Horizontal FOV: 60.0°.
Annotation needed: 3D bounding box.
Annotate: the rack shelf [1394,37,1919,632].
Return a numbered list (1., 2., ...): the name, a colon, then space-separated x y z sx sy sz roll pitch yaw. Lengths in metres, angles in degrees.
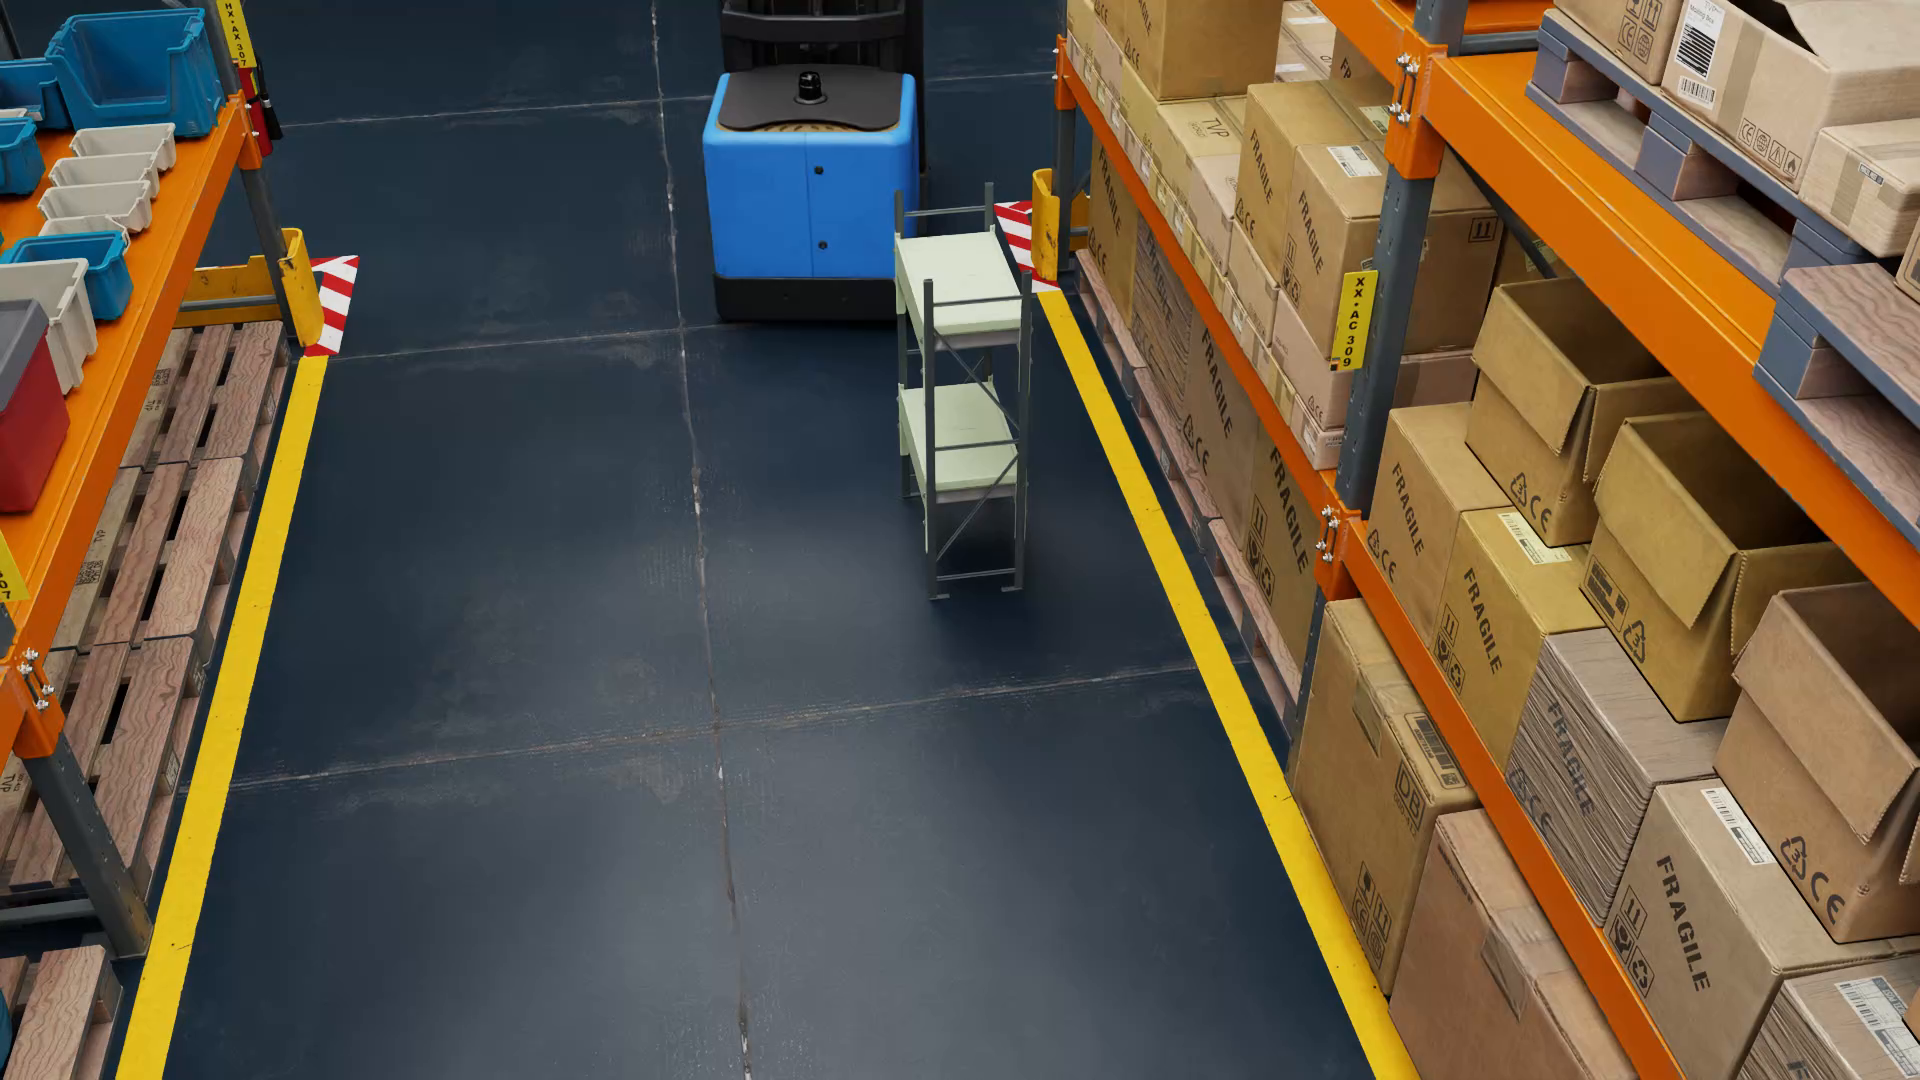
1. rack shelf: 2.046 -0.018 2.969 1.077 0.370 4.000 -6 38 -8

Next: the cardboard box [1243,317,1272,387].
1. cardboard box: 1.229 -0.685 5.892 0.380 0.149 0.250 -7 38 -9

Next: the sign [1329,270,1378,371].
1. sign: 1.149 -0.638 4.856 0.100 0.325 0.005 -6 38 -8

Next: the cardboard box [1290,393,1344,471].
1. cardboard box: 1.319 -0.375 5.492 0.380 0.149 0.250 -6 38 -8

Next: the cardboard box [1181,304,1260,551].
1. cardboard box: 1.500 -0.603 6.970 0.875 0.875 0.875 -6 38 -8

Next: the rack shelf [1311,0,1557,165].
1. rack shelf: 1.344 -2.434 6.079 1.077 0.370 4.000 -6 38 -8

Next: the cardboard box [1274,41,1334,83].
1. cardboard box: 1.518 -1.921 7.158 0.500 0.250 0.500 -7 38 -9

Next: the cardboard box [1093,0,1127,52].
1. cardboard box: 0.900 -2.474 7.259 0.500 0.500 0.500 -7 38 -9

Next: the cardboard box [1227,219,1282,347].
1. cardboard box: 1.266 -0.934 5.887 0.500 0.250 0.500 -5 38 -7

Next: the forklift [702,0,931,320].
1. forklift: -0.739 -3.168 8.938 1.130 2.935 3.031 0 38 0

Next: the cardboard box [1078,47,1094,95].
1. cardboard box: 0.778 -2.237 7.889 0.380 0.149 0.250 -7 38 -9

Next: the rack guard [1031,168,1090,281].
1. rack guard: 0.990 -1.768 9.119 1.175 0.500 0.348 -6 38 -8

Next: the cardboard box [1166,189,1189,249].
1. cardboard box: 1.050 -1.305 6.689 0.380 0.149 0.250 -6 38 -7

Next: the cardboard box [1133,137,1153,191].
1. cardboard box: 0.959 -1.616 7.089 0.380 0.149 0.250 -7 38 -8

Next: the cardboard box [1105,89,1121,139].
1. cardboard box: 0.870 -1.925 7.488 0.380 0.149 0.250 -7 38 -9

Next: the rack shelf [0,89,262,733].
1. rack shelf: -3.532 -0.716 6.313 1.077 0.370 4.000 -6 38 -8

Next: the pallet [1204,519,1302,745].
1. pallet: 1.639 0.308 6.681 1.003 0.211 1.213 -6 38 -8

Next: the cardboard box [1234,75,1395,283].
1. cardboard box: 1.267 -1.231 5.659 0.500 0.500 0.500 -6 38 -7

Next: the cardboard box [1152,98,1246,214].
1. cardboard box: 1.091 -1.549 6.678 0.500 0.250 0.500 -7 38 -9

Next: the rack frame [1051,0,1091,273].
1. rack frame: 0.994 -2.741 8.333 1.000 3.000 0.127 -6 38 -8

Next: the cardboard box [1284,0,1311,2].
1. cardboard box: 1.340 -2.535 7.948 0.500 0.250 0.500 -7 38 -9

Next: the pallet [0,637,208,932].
1. pallet: -3.348 0.869 5.960 1.003 0.211 1.213 -6 38 -8

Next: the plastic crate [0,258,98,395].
1. plastic crate: -3.268 -0.711 5.768 0.437 0.282 0.530 -6 38 -8

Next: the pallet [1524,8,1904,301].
1. pallet: 1.904 -0.886 3.656 0.805 0.209 1.217 -8 39 -10

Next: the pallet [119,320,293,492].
1. pallet: -3.776 -0.605 7.857 1.003 0.211 1.213 -6 38 -8

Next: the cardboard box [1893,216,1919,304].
1. cardboard box: 2.017 -0.532 2.618 0.797 0.503 0.637 -7 38 -9

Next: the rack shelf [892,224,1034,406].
1. rack shelf: 0.001 -0.896 6.545 0.431 0.370 0.720 -6 38 -8

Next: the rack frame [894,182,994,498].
1. rack frame: -0.063 -0.809 7.069 0.400 1.500 0.023 -6 38 -8

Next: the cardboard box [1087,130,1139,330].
1. cardboard box: 1.185 -1.690 8.370 0.875 0.875 0.875 -6 38 -8

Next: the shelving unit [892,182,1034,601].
1. shelving unit: 0.001 -0.588 6.785 0.431 1.500 0.755 -6 38 -8

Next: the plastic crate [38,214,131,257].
1. plastic crate: -3.382 -1.136 6.433 0.298 0.136 0.250 -6 38 -8

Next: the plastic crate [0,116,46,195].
1. plastic crate: -4.048 -1.584 6.931 0.416 0.233 0.300 -6 38 -8

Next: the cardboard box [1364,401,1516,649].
1. cardboard box: 1.530 -0.060 4.801 0.500 0.500 0.500 -6 38 -8

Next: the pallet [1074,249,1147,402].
1. pallet: 1.211 -1.165 8.578 1.003 0.211 1.213 -6 38 -8

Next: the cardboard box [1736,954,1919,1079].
1. cardboard box: 1.890 1.165 3.224 0.500 0.500 0.500 -7 38 -9

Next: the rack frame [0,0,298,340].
1. rack frame: -3.882 -2.208 7.648 1.000 3.000 0.127 -6 38 -8

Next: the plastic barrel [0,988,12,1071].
1. plastic barrel: -3.103 1.201 4.627 0.600 0.901 0.708 -6 38 -8

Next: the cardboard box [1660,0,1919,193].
1. cardboard box: 1.799 -0.968 3.336 0.500 0.311 0.500 -7 38 -10

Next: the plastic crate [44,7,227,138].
1. plastic crate: -3.640 -2.064 7.384 0.616 0.435 0.499 -6 38 -8

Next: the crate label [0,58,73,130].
1. crate label: -4.163 -1.981 7.443 0.416 0.233 0.303 -6 38 -8

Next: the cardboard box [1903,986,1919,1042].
1. cardboard box: 2.173 0.818 2.853 0.797 0.503 0.637 -5 38 -7

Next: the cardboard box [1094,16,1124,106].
1. cardboard box: 0.910 -2.167 7.474 0.500 0.250 0.500 -7 38 -9

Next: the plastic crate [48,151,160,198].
1. plastic crate: -3.525 -1.478 6.874 0.396 0.136 0.243 -6 38 -8

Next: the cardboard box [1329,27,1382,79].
1. cardboard box: 1.688 -1.608 6.144 0.500 0.500 0.500 -7 38 -9

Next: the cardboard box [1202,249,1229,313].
1. cardboard box: 1.138 -0.996 6.292 0.380 0.149 0.250 -6 38 -7

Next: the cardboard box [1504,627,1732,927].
1. cardboard box: 1.706 0.546 4.021 0.500 0.500 0.500 -7 38 -9

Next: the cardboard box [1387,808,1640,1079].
1. cardboard box: 1.984 1.272 4.557 1.225 0.875 0.875 -7 38 -10

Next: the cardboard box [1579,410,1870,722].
1. cardboard box: 1.924 0.040 3.854 0.797 0.503 0.637 -6 38 -7
